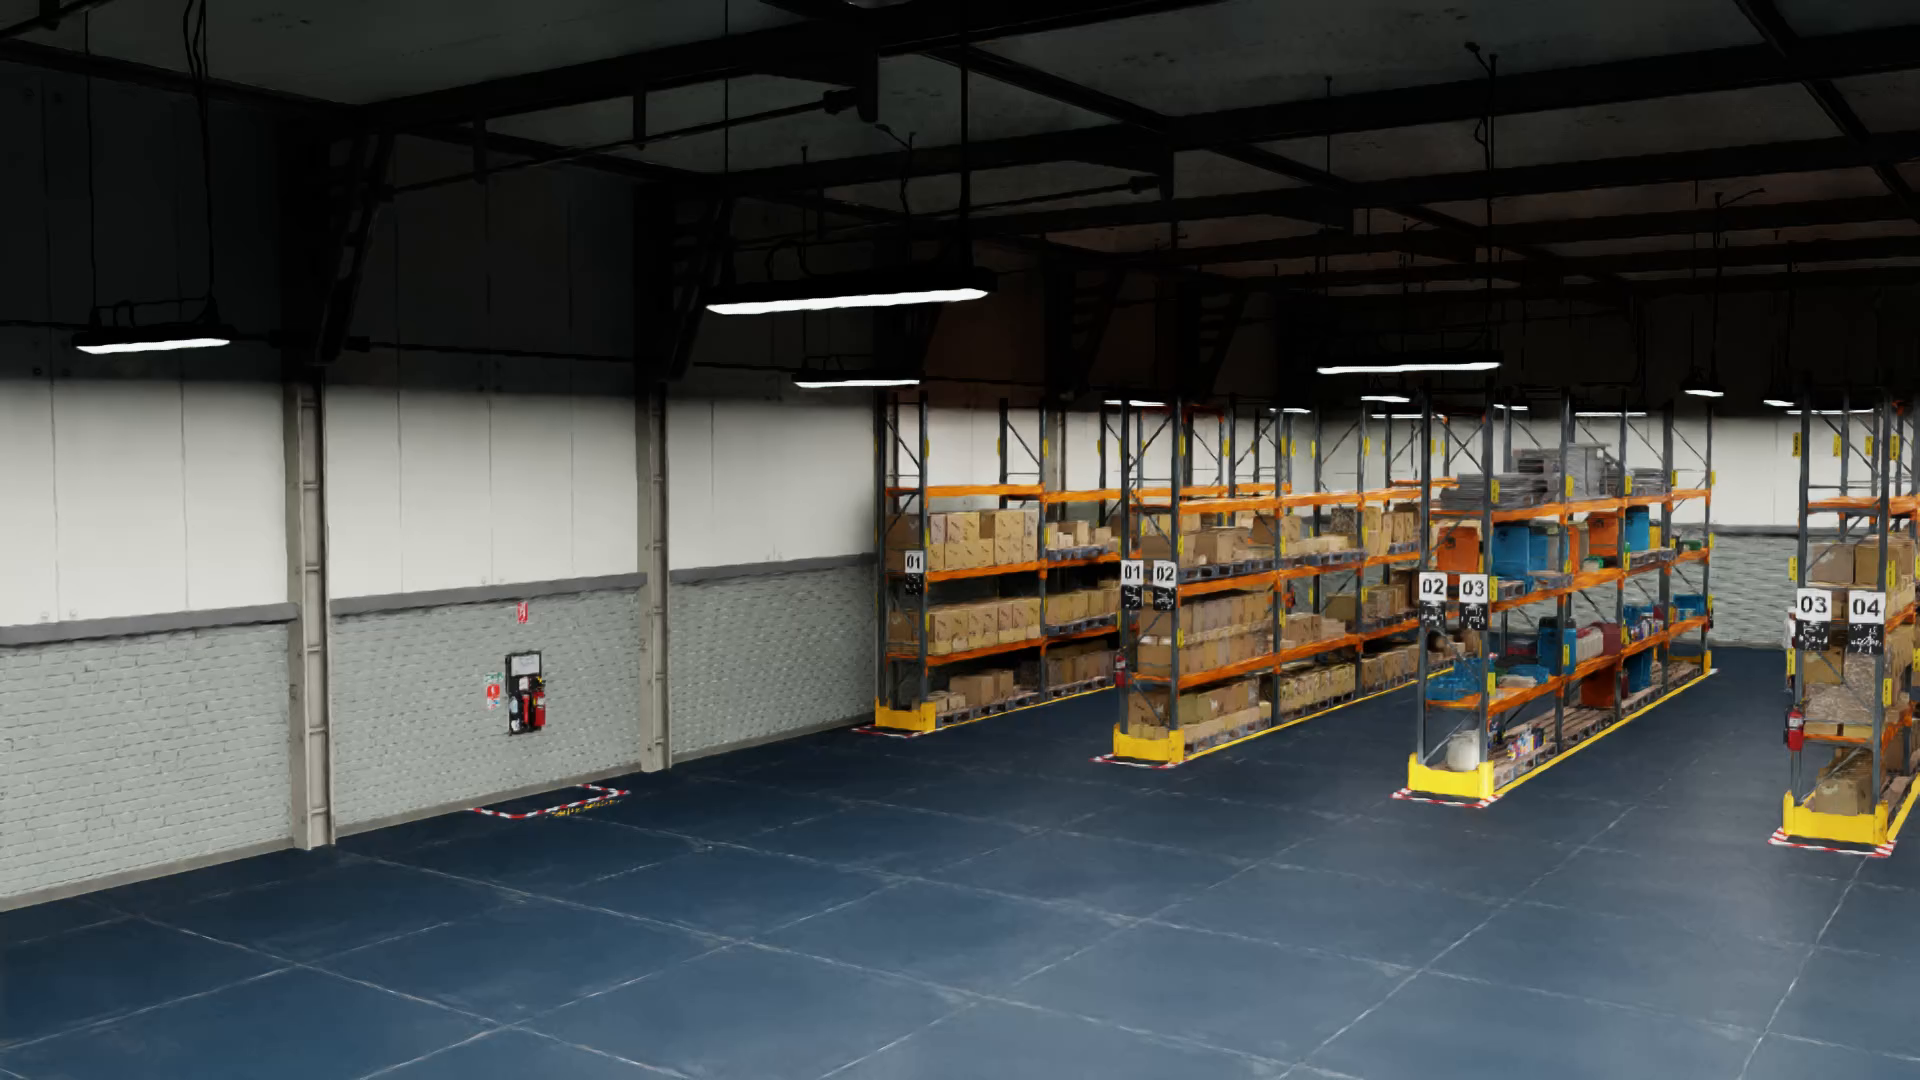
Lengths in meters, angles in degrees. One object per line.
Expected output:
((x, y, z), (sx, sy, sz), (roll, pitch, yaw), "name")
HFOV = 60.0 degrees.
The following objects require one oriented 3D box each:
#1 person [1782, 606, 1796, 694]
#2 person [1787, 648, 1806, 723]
((16.963, 2.219, 33.850), (0.399, 1.767, 0.672), (1, 3, 16), "person")
((15.346, 2.521, 30.350), (0.479, 1.567, 1.090), (2, 4, 37), "person")
